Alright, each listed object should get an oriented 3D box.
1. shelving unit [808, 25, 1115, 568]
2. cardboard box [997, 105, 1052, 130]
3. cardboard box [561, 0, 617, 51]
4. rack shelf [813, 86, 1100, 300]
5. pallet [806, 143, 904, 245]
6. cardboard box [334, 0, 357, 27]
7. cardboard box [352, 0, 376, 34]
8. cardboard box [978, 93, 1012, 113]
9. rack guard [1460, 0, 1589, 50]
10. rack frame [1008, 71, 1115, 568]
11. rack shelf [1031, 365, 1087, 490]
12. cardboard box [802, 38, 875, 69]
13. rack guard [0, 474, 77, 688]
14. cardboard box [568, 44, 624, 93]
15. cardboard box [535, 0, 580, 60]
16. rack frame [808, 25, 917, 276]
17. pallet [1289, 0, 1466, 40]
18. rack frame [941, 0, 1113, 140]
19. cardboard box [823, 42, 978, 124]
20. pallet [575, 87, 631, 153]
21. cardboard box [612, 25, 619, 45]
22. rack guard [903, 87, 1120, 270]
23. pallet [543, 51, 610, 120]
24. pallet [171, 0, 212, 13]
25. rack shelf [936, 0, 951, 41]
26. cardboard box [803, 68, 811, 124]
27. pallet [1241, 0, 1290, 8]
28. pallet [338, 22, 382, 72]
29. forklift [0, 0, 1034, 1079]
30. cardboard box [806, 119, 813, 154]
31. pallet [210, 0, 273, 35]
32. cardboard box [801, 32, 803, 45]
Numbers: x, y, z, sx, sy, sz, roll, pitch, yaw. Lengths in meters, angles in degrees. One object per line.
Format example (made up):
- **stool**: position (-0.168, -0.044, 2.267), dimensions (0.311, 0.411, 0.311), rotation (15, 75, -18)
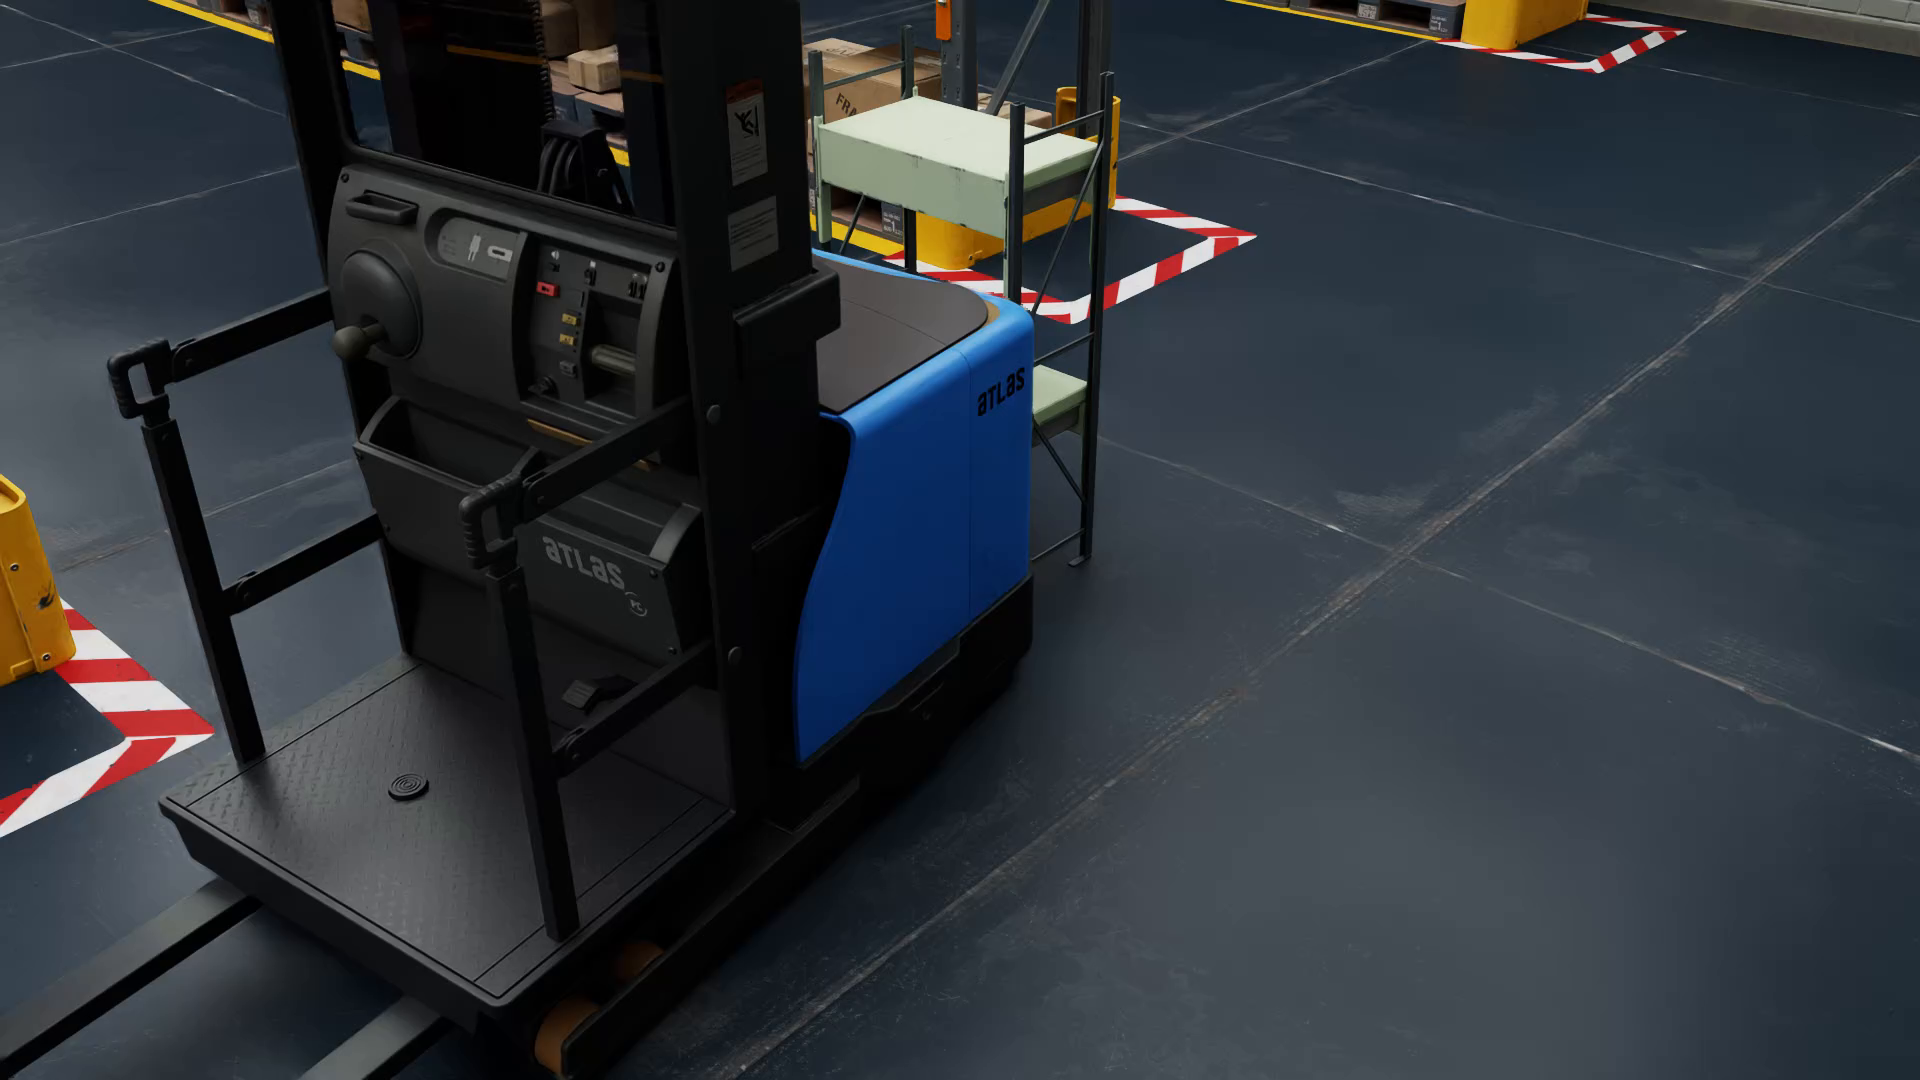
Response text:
- **shelving unit**: position (-0.005, -0.645, 4.867), dimensions (0.755, 1.500, 0.431), rotation (25, 39, 35)
- **cardboard box**: position (0.221, -1.936, 7.895), dimensions (0.250, 0.149, 0.380), rotation (25, 39, 35)
- **cardboard box**: position (-2.052, -3.106, 9.498), dimensions (0.500, 0.500, 0.500), rotation (25, 39, 35)
- **rack shelf**: position (-0.005, -0.979, 4.666), dimensions (0.720, 0.370, 0.431), rotation (25, 39, 35)
- **pallet**: position (-0.347, -1.800, 8.035), dimensions (1.213, 0.211, 1.003), rotation (25, 39, 35)
- **cardboard box**: position (-3.584, -3.430, 10.036), dimensions (0.500, 0.500, 0.500), rotation (25, 39, 35)
- **cardboard box**: position (-3.223, -3.256, 9.747), dimensions (0.500, 0.500, 0.500), rotation (25, 39, 35)
- **cardboard box**: position (0.036, -2.030, 8.034), dimensions (0.250, 0.166, 0.380), rotation (25, 39, 35)
- **rack guard**: position (3.640, -3.509, 10.594), dimensions (0.348, 0.500, 1.175), rotation (25, 39, 35)
- **rack frame**: position (0.266, -0.518, 4.657), dimensions (0.023, 1.500, 0.400), rotation (25, 39, 35)
- **rack shelf**: position (-0.005, -0.366, 5.035), dimensions (0.720, 0.370, 0.431), rotation (25, 39, 35)
- **cardboard box**: position (-0.653, -2.346, 8.478), dimensions (0.500, 0.250, 0.500), rotation (25, 39, 35)
- **rack guard**: position (-2.999, 0.275, 4.309), dimensions (0.348, 0.500, 1.175), rotation (25, 39, 35)
- **cardboard box**: position (-1.851, -2.528, 8.861), dimensions (0.250, 0.166, 0.380), rotation (25, 39, 35)
- **cardboard box**: position (-2.499, -2.885, 9.315), dimensions (0.500, 0.311, 0.500), rotation (25, 39, 35)
- **rack frame**: position (-0.276, -0.772, 5.077), dimensions (0.023, 1.500, 0.400), rotation (25, 39, 35)
- **pallet**: position (2.977, -3.640, 11.092), dimensions (1.213, 0.211, 1.003), rotation (25, 39, 35)
- **rack frame**: position (0.301, -2.692, 6.814), dimensions (0.127, 3.000, 1.000), rotation (25, 39, 35)
- **cardboard box**: position (-0.268, -1.904, 7.502), dimensions (0.500, 0.500, 0.500), rotation (25, 39, 35)
- **pallet**: position (-1.248, -2.222, 8.736), dimensions (1.213, 0.211, 1.003), rotation (25, 39, 35)
- **cardboard box**: position (-1.734, -2.848, 9.411), dimensions (0.250, 0.149, 0.380), rotation (25, 39, 35)
- **rack guard**: position (0.244, -1.648, 7.503), dimensions (0.348, 0.500, 1.175), rotation (25, 39, 35)
- **pallet**: position (-2.156, -2.644, 9.438), dimensions (1.213, 0.211, 1.003), rotation (25, 39, 35)
- **pallet**: position (-5.103, -3.994, 11.679), dimensions (1.213, 0.211, 1.003), rotation (25, 39, 35)
- **rack shelf**: position (-1.182, -3.076, 8.150), dimensions (4.000, 0.370, 1.077), rotation (25, 39, 35)
- **cardboard box**: position (-0.952, -2.137, 8.131), dimensions (0.500, 0.250, 0.500), rotation (25, 39, 35)
- **pallet**: position (2.076, -4.062, 11.794), dimensions (1.213, 0.211, 1.003), rotation (25, 39, 35)
- **pallet**: position (-3.293, -3.149, 10.277), dimensions (1.213, 0.211, 1.003), rotation (25, 39, 35)
- **forklift**: position (-1.041, -0.432, 3.127), dimensions (1.130, 2.935, 3.031), rotation (19, 36, 29)
- **cardboard box**: position (-0.508, -1.936, 7.878), dimensions (0.250, 0.166, 0.380), rotation (25, 39, 35)
- **pallet**: position (-4.202, -3.571, 10.978), dimensions (1.213, 0.211, 1.003), rotation (25, 39, 35)
- **cardboard box**: position (-1.269, -2.548, 8.567), dimensions (0.637, 0.503, 0.797), rotation (25, 39, 35)
